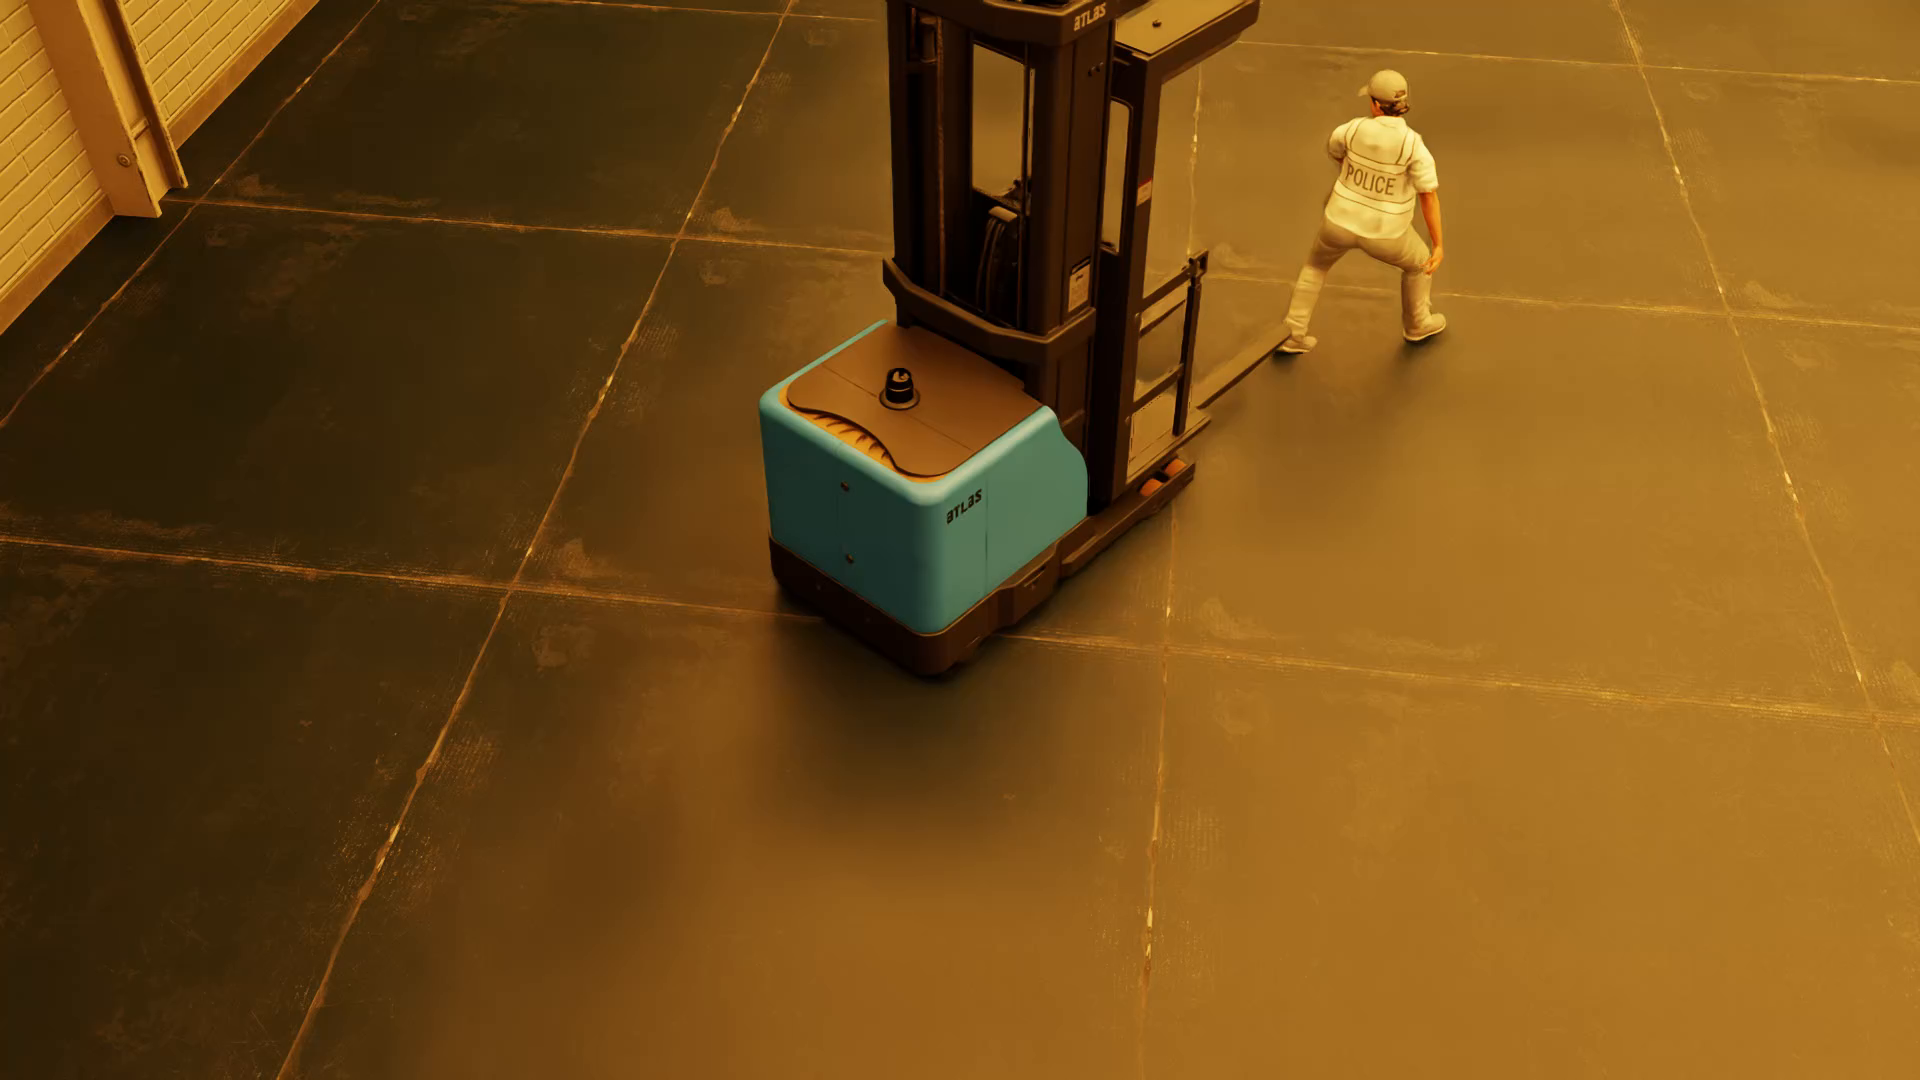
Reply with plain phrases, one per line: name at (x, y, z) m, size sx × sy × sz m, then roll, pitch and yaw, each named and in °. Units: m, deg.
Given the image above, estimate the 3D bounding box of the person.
person at (2.185, -1.658, 8.559) m, size 0.743 × 1.585 × 0.783 m, roll 21°, pitch 46°, yaw 21°

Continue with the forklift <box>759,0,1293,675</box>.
forklift at (0.497, -1.415, 7.265) m, size 1.130 × 2.935 × 3.031 m, roll 31°, pitch 51°, yaw 29°
